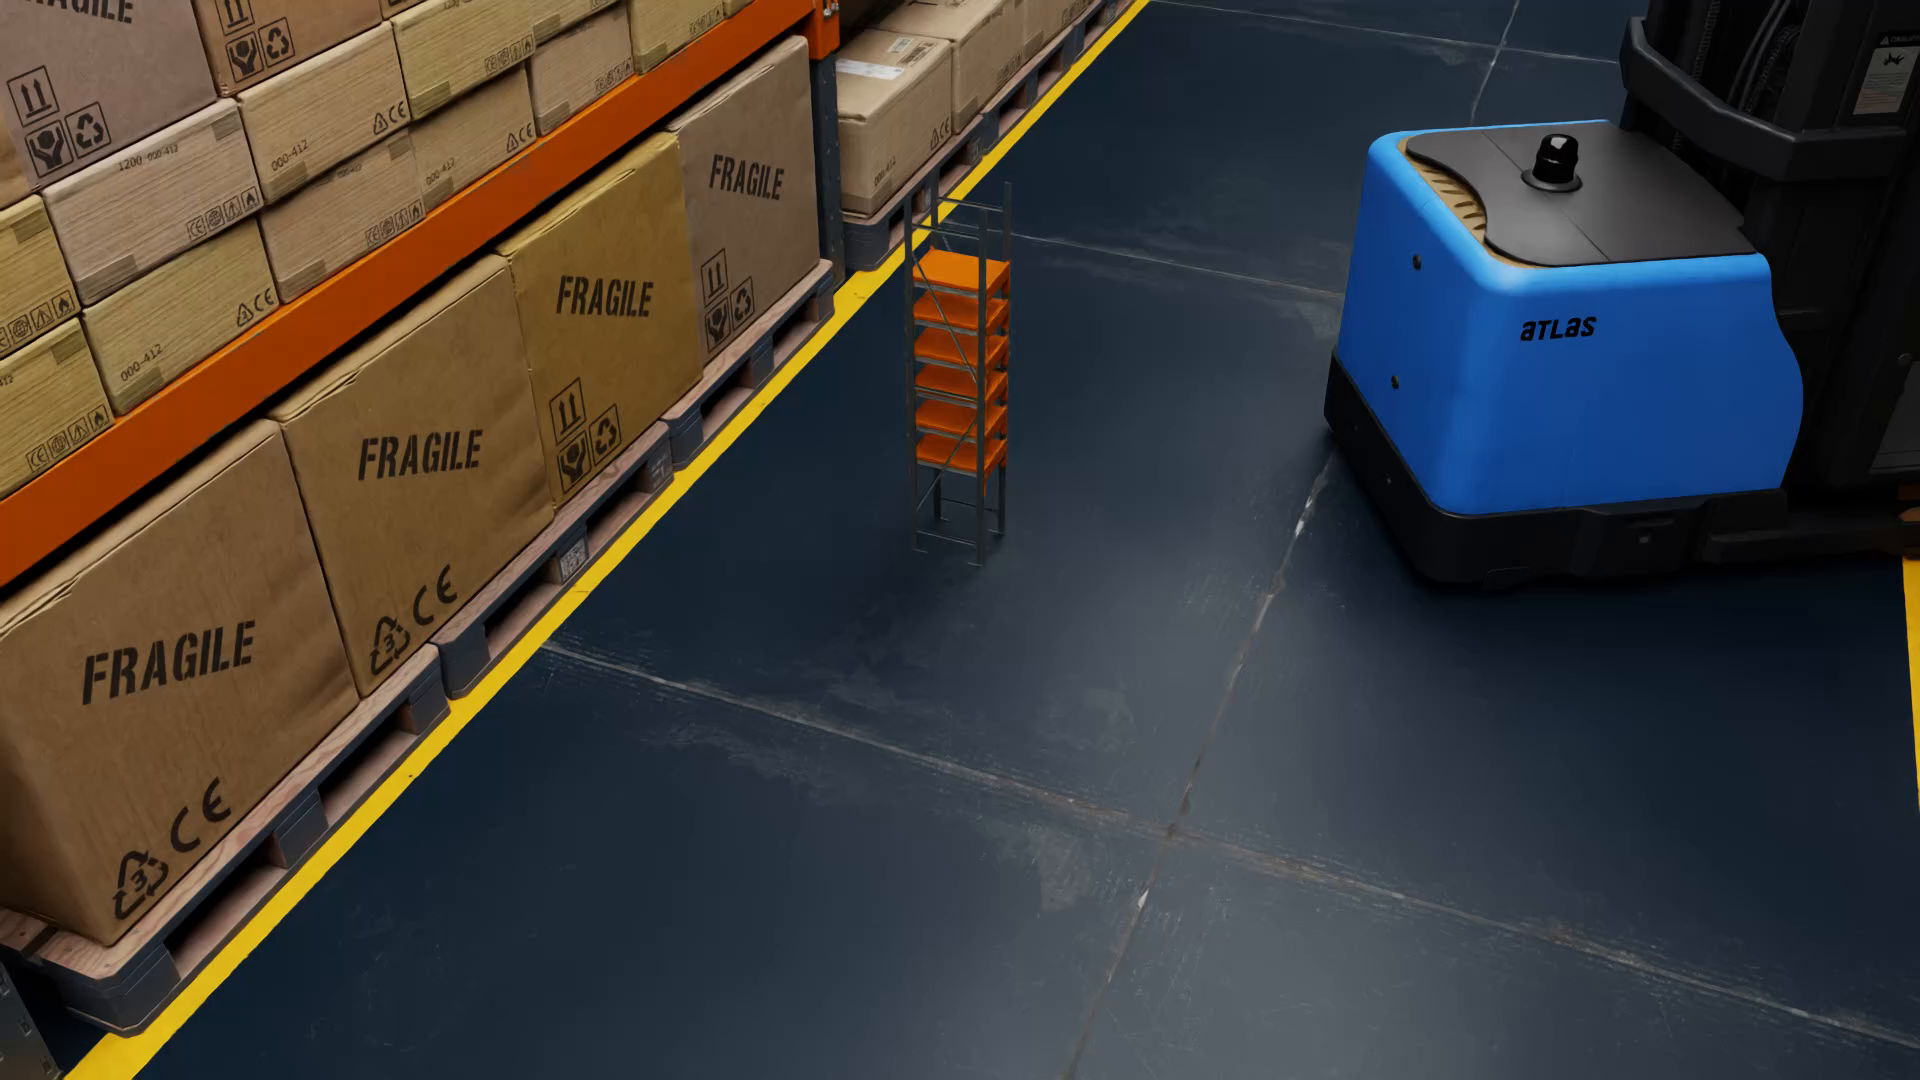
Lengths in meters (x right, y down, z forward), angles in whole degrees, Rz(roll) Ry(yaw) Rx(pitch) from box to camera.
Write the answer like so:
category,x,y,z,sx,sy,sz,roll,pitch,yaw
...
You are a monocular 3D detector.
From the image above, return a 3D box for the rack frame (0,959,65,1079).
category,x,y,z,sx,sy,sz,roll,pitch,yaw
rack frame,-2.462,-0.100,2.878,1.000,3.000,0.127,14,39,18

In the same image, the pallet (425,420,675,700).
category,x,y,z,sx,sy,sz,roll,pitch,yaw
pallet,-1.627,-0.075,5.174,1.003,0.211,1.213,14,39,18

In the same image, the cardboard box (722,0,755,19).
category,x,y,z,sx,sy,sz,roll,pitch,yaw
cardboard box,-0.878,-1.949,5.477,0.500,0.250,0.500,13,39,17

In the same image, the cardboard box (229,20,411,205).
category,x,y,z,sx,sy,sz,roll,pitch,yaw
cardboard box,-1.642,-1.023,3.821,0.500,0.250,0.500,14,39,18

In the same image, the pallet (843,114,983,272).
category,x,y,z,sx,sy,sz,roll,pitch,yaw
pallet,-0.578,-1.601,7.215,1.003,0.211,1.213,14,39,18

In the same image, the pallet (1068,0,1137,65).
category,x,y,z,sx,sy,sz,roll,pitch,yaw
pallet,0.350,-2.952,9.023,1.003,0.211,1.213,14,39,18

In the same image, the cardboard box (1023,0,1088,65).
category,x,y,z,sx,sy,sz,roll,pitch,yaw
cardboard box,0.083,-2.774,8.245,0.875,0.438,0.875,15,39,19

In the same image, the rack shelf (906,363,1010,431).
category,x,y,z,sx,sy,sz,roll,pitch,yaw
rack shelf,-0.006,-0.437,4.907,0.258,0.103,0.180,14,39,18

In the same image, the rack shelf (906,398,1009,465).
category,x,y,z,sx,sy,sz,roll,pitch,yaw
rack shelf,-0.006,-0.341,4.979,0.258,0.103,0.180,14,39,18

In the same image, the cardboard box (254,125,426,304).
category,x,y,z,sx,sy,sz,roll,pitch,yaw
cardboard box,-1.659,-0.831,3.981,0.500,0.250,0.500,15,39,19

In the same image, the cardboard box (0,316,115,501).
category,x,y,z,sx,sy,sz,roll,pitch,yaw
cardboard box,-2.043,-0.253,3.209,0.500,0.250,0.500,13,39,17

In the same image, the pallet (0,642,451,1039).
category,x,y,z,sx,sy,sz,roll,pitch,yaw
pallet,-2.092,0.598,4.274,1.003,0.211,1.213,14,39,18

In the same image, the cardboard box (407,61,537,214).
category,x,y,z,sx,sy,sz,roll,pitch,yaw
cardboard box,-1.475,-1.105,4.348,0.500,0.250,0.500,14,39,18

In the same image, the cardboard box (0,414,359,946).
category,x,y,z,sx,sy,sz,roll,pitch,yaw
cardboard box,-2.122,0.220,3.875,0.875,0.875,0.875,14,39,17

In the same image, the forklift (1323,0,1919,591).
category,x,y,z,sx,sy,sz,roll,pitch,yaw
forklift,2.808,-1.421,4.703,3.031,2.935,1.130,-5,37,-7

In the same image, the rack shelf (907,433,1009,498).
category,x,y,z,sx,sy,sz,roll,pitch,yaw
rack shelf,-0.006,-0.245,5.050,0.258,0.103,0.180,14,39,18

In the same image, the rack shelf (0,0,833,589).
category,x,y,z,sx,sy,sz,roll,pitch,yaw
rack shelf,-1.701,-0.919,4.575,1.077,0.370,4.000,14,39,18

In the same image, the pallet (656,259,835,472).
category,x,y,z,sx,sy,sz,roll,pitch,yaw
pallet,-1.164,-0.753,6.081,1.003,0.211,1.213,14,39,18

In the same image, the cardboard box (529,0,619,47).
category,x,y,z,sx,sy,sz,roll,pitch,yaw
cardboard box,-1.258,-1.589,4.577,0.500,0.250,0.500,15,39,19

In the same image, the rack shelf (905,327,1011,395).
category,x,y,z,sx,sy,sz,roll,pitch,yaw
rack shelf,-0.006,-0.533,4.835,0.258,0.103,0.180,14,39,18

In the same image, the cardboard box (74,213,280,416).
category,x,y,z,sx,sy,sz,roll,pitch,yaw
cardboard box,-1.864,-0.542,3.594,0.500,0.250,0.500,13,39,16

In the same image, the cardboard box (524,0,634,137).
category,x,y,z,sx,sy,sz,roll,pitch,yaw
cardboard box,-1.282,-1.392,4.732,0.500,0.250,0.500,13,39,17

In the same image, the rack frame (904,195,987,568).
category,x,y,z,sx,sy,sz,roll,pitch,yaw
rack frame,-0.040,-0.422,4.812,0.240,1.200,0.006,14,39,18

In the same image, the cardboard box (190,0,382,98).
category,x,y,z,sx,sy,sz,roll,pitch,yaw
cardboard box,-1.657,-1.317,3.588,0.500,0.500,0.500,15,39,19

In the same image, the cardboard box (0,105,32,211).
category,x,y,z,sx,sy,sz,roll,pitch,yaw
cardboard box,-2.048,-0.758,2.840,0.500,0.500,0.500,13,39,16

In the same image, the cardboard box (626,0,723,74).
category,x,y,z,sx,sy,sz,roll,pitch,yaw
cardboard box,-1.072,-1.667,5.100,0.500,0.250,0.500,13,39,17

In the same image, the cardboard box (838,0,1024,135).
category,x,y,z,sx,sy,sz,roll,pitch,yaw
cardboard box,-0.262,-2.275,7.578,0.875,0.438,0.875,13,39,16

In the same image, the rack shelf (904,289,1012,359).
category,x,y,z,sx,sy,sz,roll,pitch,yaw
rack shelf,-0.006,-0.629,4.763,0.258,0.103,0.180,14,39,18

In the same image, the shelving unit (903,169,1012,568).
category,x,y,z,sx,sy,sz,roll,pitch,yaw
shelving unit,-0.006,-0.473,4.880,0.258,1.200,0.189,14,39,18

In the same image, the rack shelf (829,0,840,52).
category,x,y,z,sx,sy,sz,roll,pitch,yaw
rack shelf,-0.179,-3.134,7.538,1.077,0.370,4.000,14,39,18

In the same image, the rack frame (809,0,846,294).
category,x,y,z,sx,sy,sz,roll,pitch,yaw
rack frame,-0.940,-2.314,5.841,1.000,3.000,0.127,14,39,18

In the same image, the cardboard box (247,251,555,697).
category,x,y,z,sx,sy,sz,roll,pitch,yaw
cardboard box,-1.779,-0.273,4.534,0.875,0.875,0.875,14,39,18

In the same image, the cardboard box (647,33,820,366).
category,x,y,z,sx,sy,sz,roll,pitch,yaw
cardboard box,-1.102,-1.270,5.868,0.875,0.875,0.875,15,39,19

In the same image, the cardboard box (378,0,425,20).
category,x,y,z,sx,sy,sz,roll,pitch,yaw
cardboard box,-1.462,-1.596,3.961,0.500,0.500,0.500,14,39,18

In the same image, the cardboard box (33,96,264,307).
category,x,y,z,sx,sy,sz,roll,pitch,yaw
cardboard box,-1.843,-0.750,3.456,0.500,0.250,0.500,15,39,19

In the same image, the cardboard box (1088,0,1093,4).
category,x,y,z,sx,sy,sz,roll,pitch,yaw
cardboard box,0.423,-3.283,8.926,0.875,0.438,0.875,13,39,16

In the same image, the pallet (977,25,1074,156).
category,x,y,z,sx,sy,sz,roll,pitch,yaw
pallet,-0.116,-2.278,8.122,1.003,0.211,1.213,14,39,18

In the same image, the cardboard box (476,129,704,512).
category,x,y,z,sx,sy,sz,roll,pitch,yaw
cardboard box,-1.439,-0.768,5.196,0.875,0.875,0.875,15,39,19

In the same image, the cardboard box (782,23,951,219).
category,x,y,z,sx,sy,sz,roll,pitch,yaw
cardboard box,-0.602,-1.780,6.915,0.875,0.438,0.875,13,39,17

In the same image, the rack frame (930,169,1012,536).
category,x,y,z,sx,sy,sz,roll,pitch,yaw
rack frame,0.029,-0.523,4.948,0.240,1.200,0.006,14,39,18

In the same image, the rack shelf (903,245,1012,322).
category,x,y,z,sx,sy,sz,roll,pitch,yaw
rack shelf,-0.005,-0.725,4.691,0.258,0.103,0.180,14,39,18

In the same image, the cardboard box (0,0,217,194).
category,x,y,z,sx,sy,sz,roll,pitch,yaw
cardboard box,-1.868,-1.034,3.210,0.500,0.500,0.500,14,39,18

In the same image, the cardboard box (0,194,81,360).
category,x,y,z,sx,sy,sz,roll,pitch,yaw
cardboard box,-2.041,-0.464,3.073,0.500,0.250,0.500,14,39,17

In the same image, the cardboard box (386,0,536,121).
category,x,y,z,sx,sy,sz,roll,pitch,yaw
cardboard box,-1.437,-1.301,4.193,0.500,0.250,0.500,15,39,19
